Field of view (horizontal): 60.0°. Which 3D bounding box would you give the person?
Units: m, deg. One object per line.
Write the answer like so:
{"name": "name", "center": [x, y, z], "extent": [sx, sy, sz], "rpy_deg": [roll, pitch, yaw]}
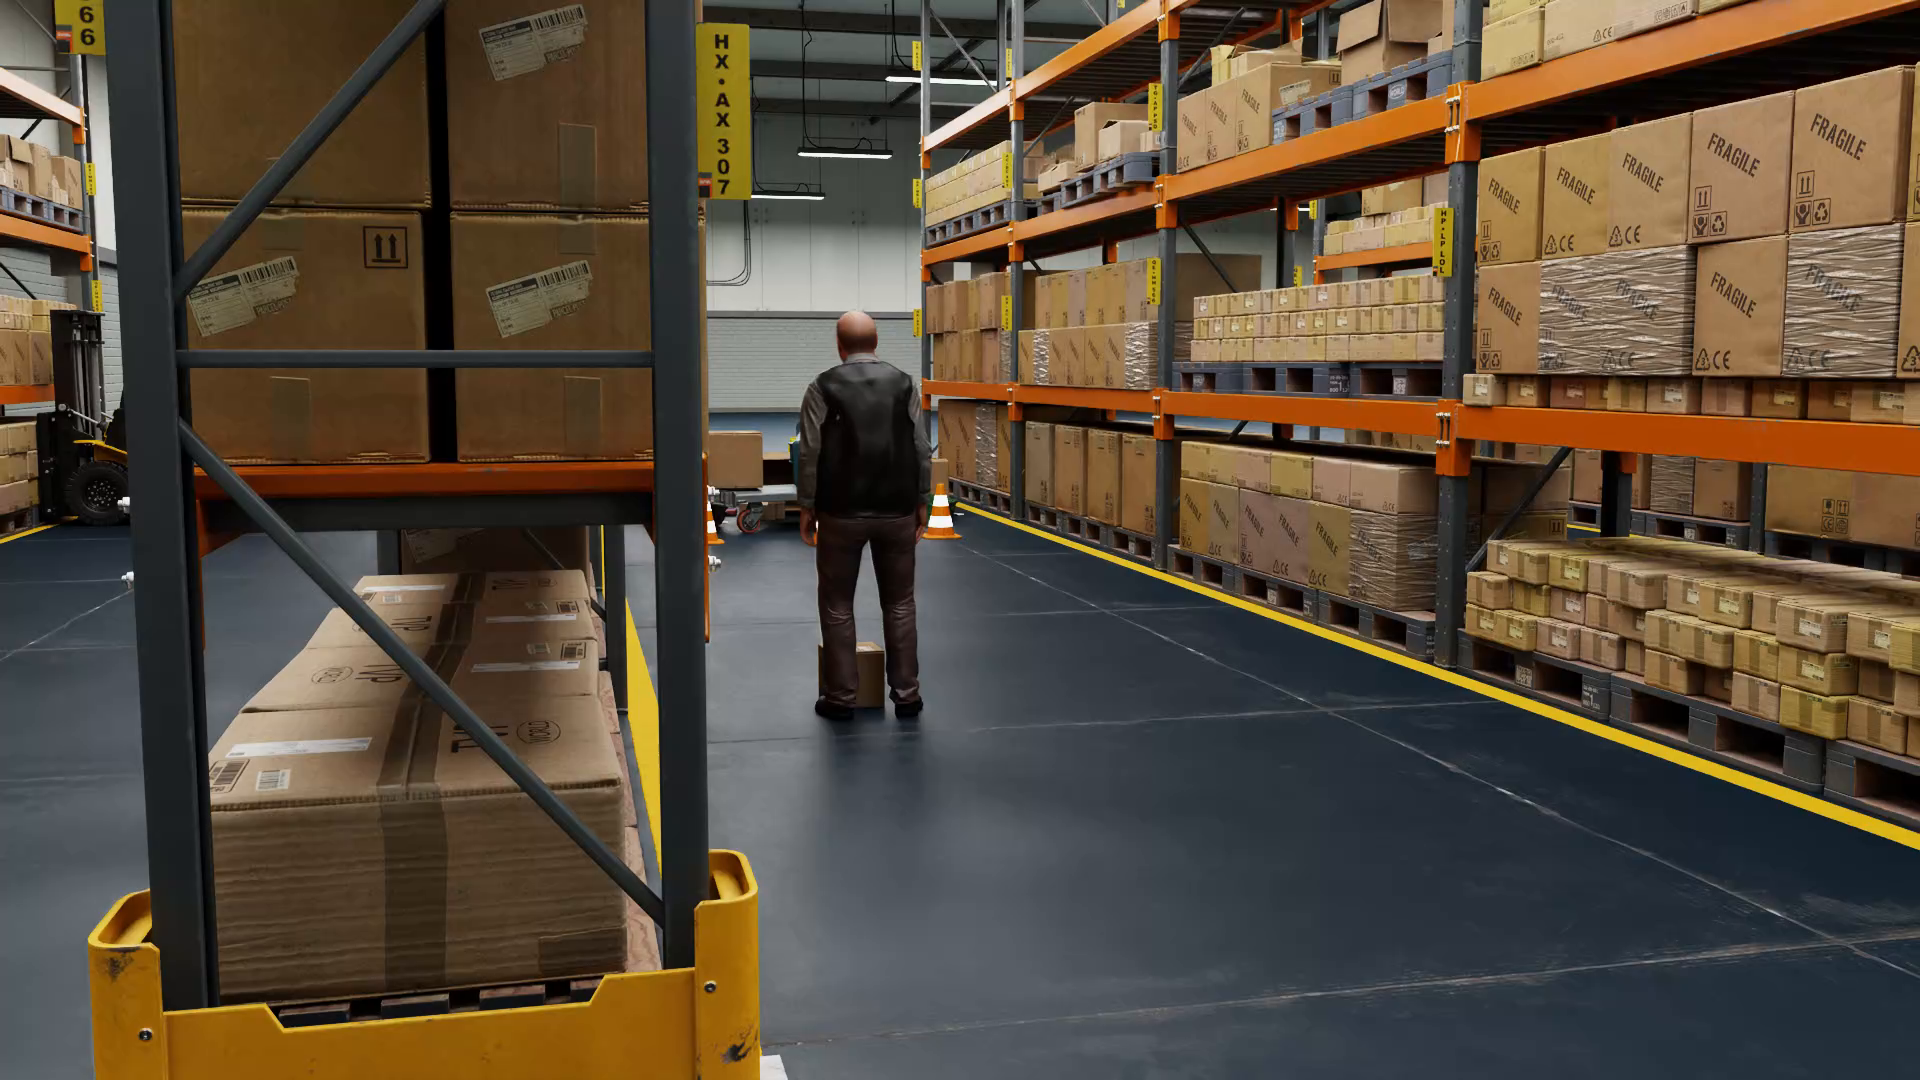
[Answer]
{"name": "person", "center": [-0.407, -0.106, 7.054], "extent": [0.581, 1.720, 0.376], "rpy_deg": [-2, 6, -16]}
